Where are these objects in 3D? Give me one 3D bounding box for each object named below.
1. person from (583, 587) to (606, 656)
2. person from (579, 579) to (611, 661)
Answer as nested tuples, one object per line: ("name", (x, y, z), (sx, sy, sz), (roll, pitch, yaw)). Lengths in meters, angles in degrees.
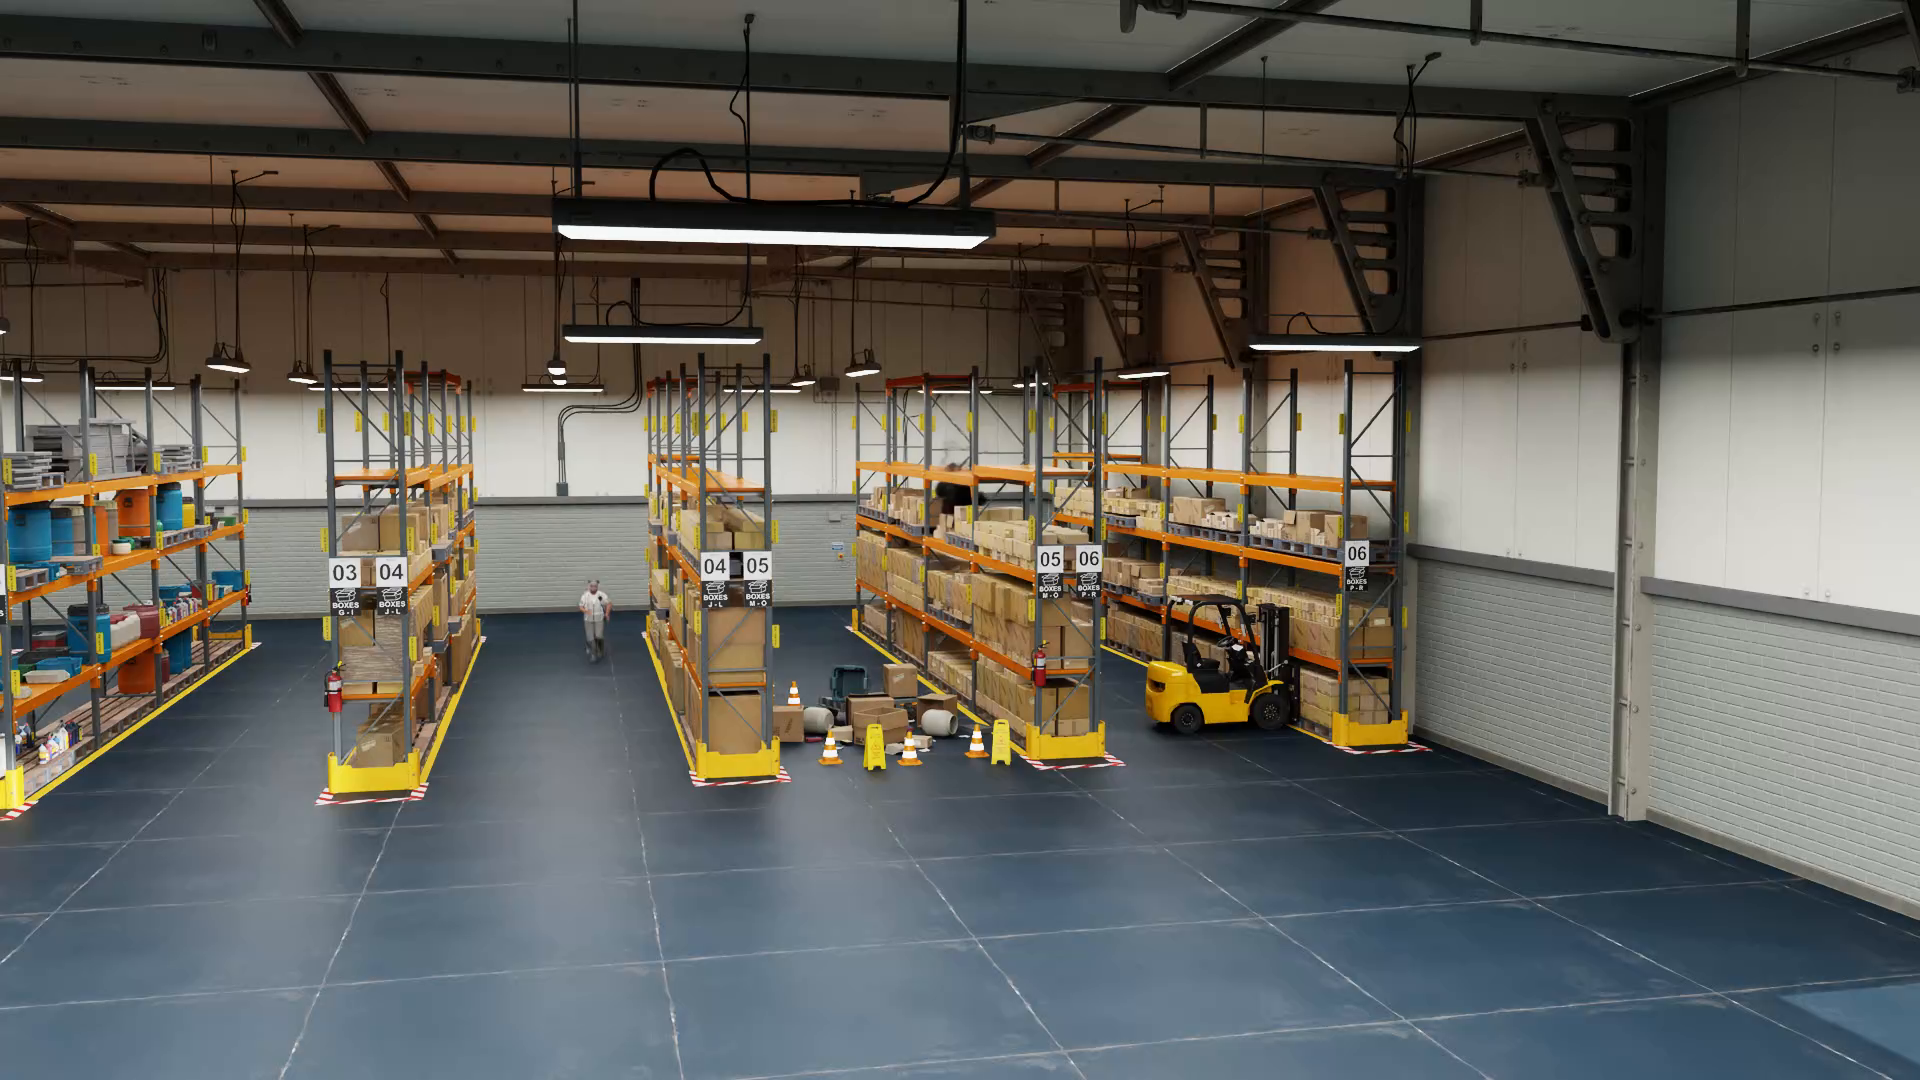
("person", (-7.932, 1.673, 36.043), (0.552, 1.673, 0.650), (0, 4, -7))
("person", (-7.700, 1.689, 35.049), (0.650, 1.738, 0.612), (0, 4, -7))
